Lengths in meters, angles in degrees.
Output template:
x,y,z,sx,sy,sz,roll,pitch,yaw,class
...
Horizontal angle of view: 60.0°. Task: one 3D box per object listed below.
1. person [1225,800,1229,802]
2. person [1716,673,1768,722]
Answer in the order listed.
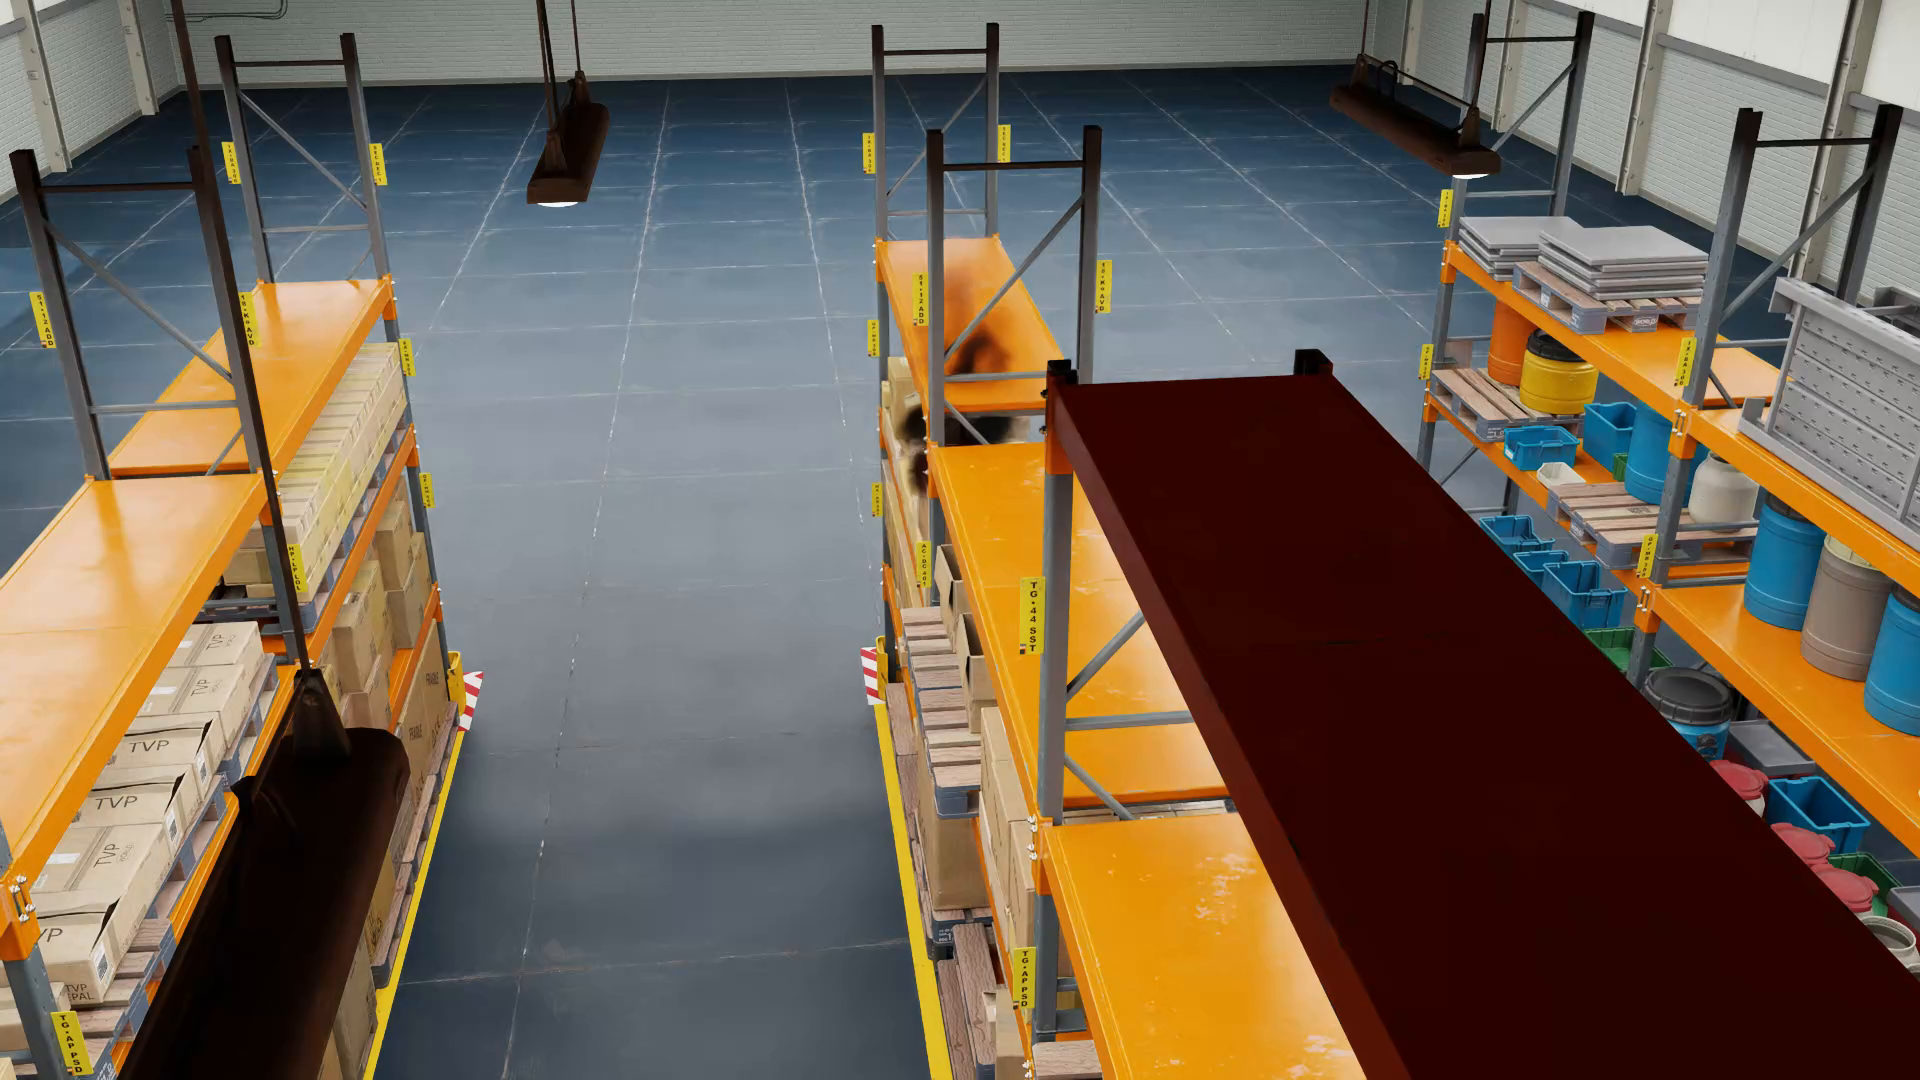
x,y,z,sx,sy,sz,roll,pitch,yaw,class
1.728,1.925,12.449,0.593,1.812,0.868,-5,26,-11,person
6.509,1.373,13.689,0.656,1.696,0.627,-4,26,-8,person
